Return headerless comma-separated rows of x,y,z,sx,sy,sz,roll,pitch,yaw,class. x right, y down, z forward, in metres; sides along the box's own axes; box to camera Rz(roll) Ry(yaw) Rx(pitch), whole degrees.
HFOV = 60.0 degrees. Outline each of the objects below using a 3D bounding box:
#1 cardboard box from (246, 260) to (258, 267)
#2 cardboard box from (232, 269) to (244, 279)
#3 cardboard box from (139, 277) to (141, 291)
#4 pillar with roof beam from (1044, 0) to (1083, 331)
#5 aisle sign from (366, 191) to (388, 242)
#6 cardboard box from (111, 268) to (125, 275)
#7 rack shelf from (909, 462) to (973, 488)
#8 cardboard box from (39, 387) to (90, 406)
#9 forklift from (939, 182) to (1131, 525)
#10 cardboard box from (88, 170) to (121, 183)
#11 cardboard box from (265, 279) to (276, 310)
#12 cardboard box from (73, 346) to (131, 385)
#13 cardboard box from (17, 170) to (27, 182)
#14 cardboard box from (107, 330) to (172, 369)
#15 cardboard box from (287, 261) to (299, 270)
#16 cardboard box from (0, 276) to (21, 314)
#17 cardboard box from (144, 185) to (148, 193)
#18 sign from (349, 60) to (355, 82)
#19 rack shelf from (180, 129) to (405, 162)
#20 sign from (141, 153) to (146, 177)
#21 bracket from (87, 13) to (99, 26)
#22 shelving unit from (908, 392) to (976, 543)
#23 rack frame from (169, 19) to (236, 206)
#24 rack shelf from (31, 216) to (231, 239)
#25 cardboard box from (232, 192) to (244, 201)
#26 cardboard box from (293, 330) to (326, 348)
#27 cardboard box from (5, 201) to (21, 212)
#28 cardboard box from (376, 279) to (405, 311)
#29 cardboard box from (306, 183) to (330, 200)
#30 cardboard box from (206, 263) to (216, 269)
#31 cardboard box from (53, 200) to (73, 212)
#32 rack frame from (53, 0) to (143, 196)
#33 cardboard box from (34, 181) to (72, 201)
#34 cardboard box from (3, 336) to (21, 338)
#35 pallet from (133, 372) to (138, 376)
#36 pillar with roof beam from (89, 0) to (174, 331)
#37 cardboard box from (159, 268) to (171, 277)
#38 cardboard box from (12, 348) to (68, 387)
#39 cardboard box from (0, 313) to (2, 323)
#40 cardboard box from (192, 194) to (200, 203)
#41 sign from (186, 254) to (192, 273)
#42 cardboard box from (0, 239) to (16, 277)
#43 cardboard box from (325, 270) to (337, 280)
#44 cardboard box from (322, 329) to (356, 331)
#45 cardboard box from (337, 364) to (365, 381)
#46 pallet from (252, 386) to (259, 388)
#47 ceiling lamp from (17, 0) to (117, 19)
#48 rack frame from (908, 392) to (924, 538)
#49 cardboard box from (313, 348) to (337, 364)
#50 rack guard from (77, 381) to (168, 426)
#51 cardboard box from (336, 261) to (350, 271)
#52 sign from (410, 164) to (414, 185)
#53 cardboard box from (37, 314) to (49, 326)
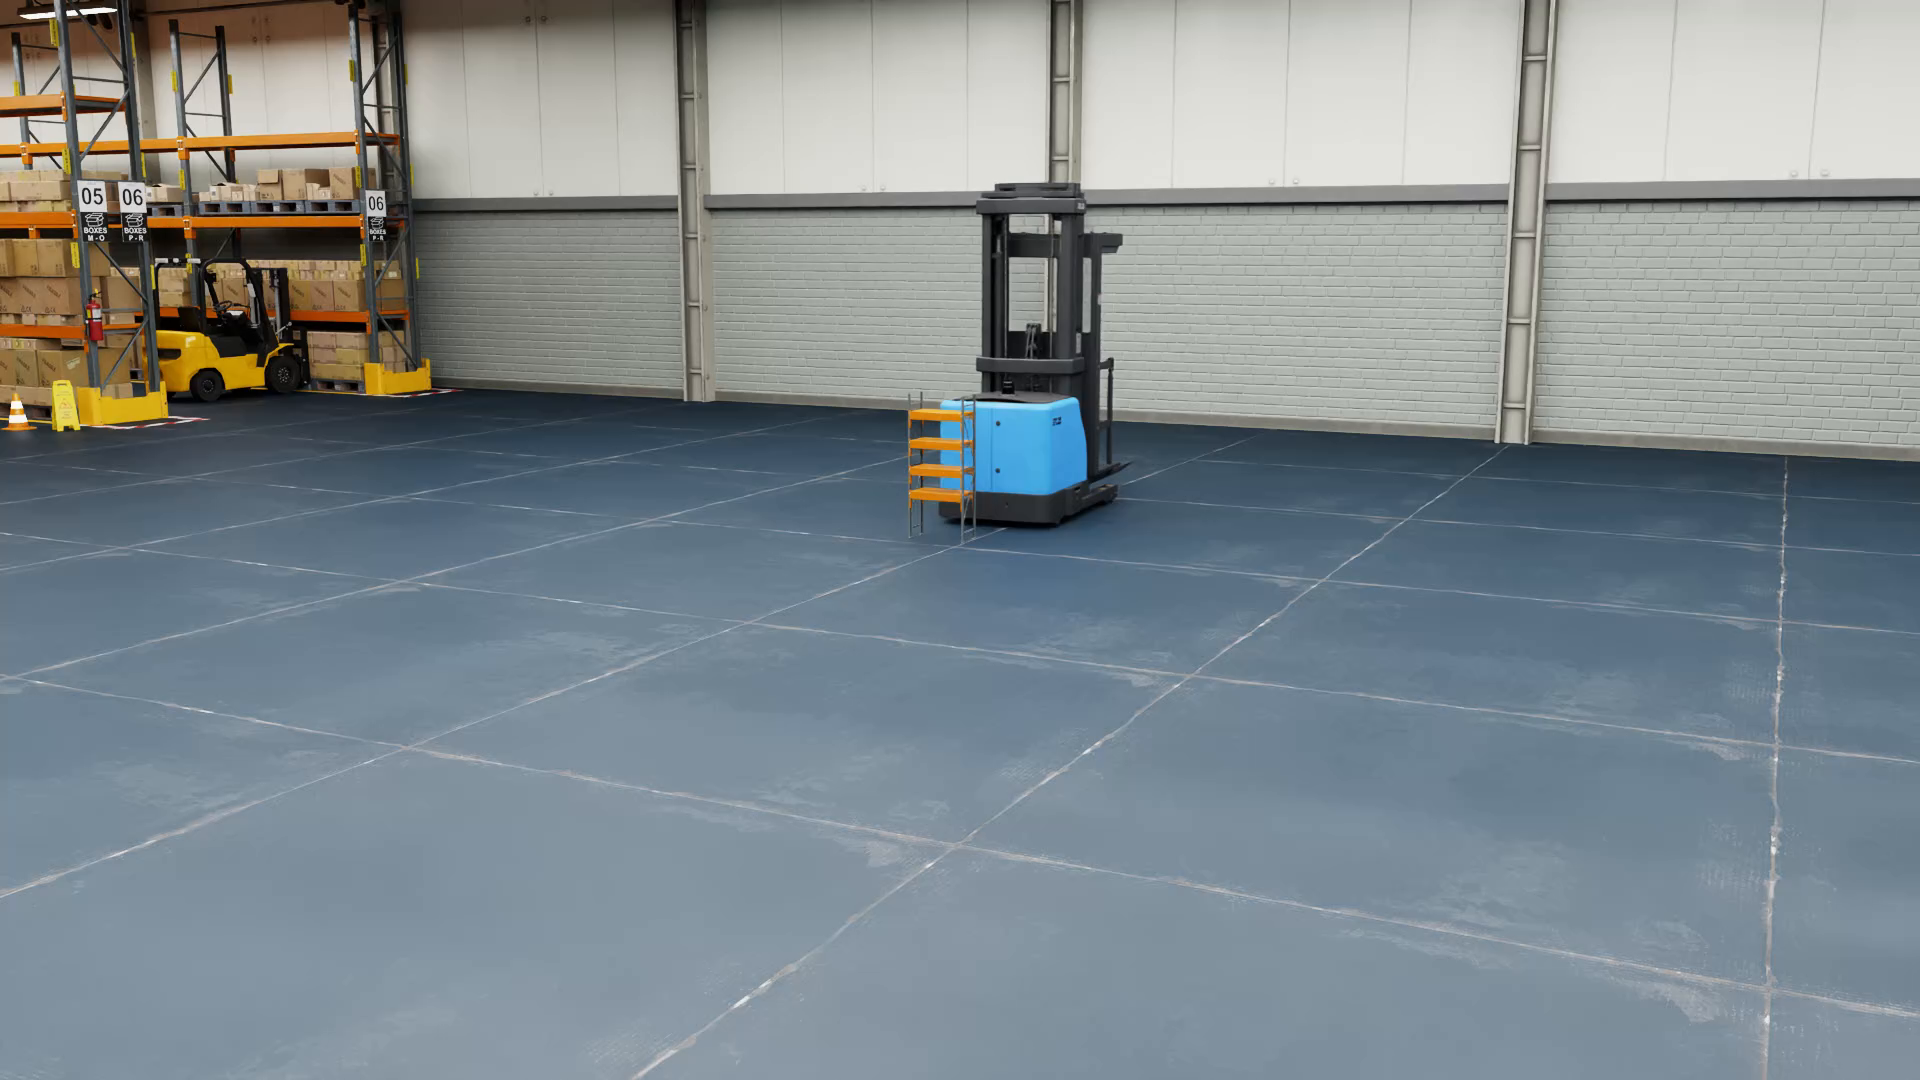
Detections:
-11.645,-4.571,27.626,0.250,0.149,0.380,5,11,25,cardboard box
-11.900,-4.440,27.738,0.250,0.149,0.380,5,12,27,cardboard box
-14.211,-4.457,28.951,0.500,0.250,0.500,5,12,27,cardboard box
-0.519,-5.409,18.348,0.400,9.000,9.100,5,11,26,pillar with roof beam
-9.221,-5.118,26.288,0.004,0.787,0.394,5,11,26,aisle sign
-14.573,-4.671,29.012,0.250,0.149,0.380,5,11,24,cardboard box
-0.148,-0.537,13.707,0.480,0.148,0.258,5,11,26,rack shelf
-12.209,-1.974,22.758,0.500,0.250,0.500,5,11,26,cardboard box
0.846,-1.794,15.411,1.130,2.935,3.031,4,11,22,forklift
-11.571,-4.903,22.445,0.250,0.149,0.380,5,11,25,cardboard box
-11.084,-4.058,27.447,0.500,0.500,0.500,5,11,26,cardboard box
-11.966,-2.430,23.171,0.500,0.500,0.500,5,11,24,cardboard box
-12.433,-4.894,22.394,0.250,0.149,0.380,5,11,26,cardboard box
-14.578,-3.405,29.611,0.625,0.625,0.875,5,11,23,cardboard box
-10.753,-4.485,27.152,0.250,0.149,0.380,5,12,27,cardboard box
-12.846,-3.373,22.826,0.500,0.500,0.500,5,11,26,cardboard box
-14.182,-5.973,28.678,0.500,0.311,0.500,5,11,24,cardboard box
-9.403,-7.256,25.710,0.005,0.325,0.100,5,11,26,sign
-10.944,-6.450,27.244,4.000,0.370,1.077,5,11,26,rack shelf
-11.103,-5.091,22.560,0.005,0.325,0.100,5,11,26,sign
-15.286,-9.262,29.531,0.430,0.232,0.235,5,11,26,bracket
-0.148,-0.603,13.695,0.503,1.200,0.258,5,11,26,shelving unit
-12.737,-7.158,28.015,0.127,3.000,1.000,5,11,26,rack frame
-14.531,-5.486,29.217,4.000,0.370,1.077,5,11,26,rack shelf
-11.780,-5.670,27.460,0.250,0.149,0.380,5,12,28,cardboard box
-10.618,-3.301,27.279,0.500,0.250,0.500,5,11,27,cardboard box
-12.690,-4.517,22.550,0.250,0.149,0.380,5,11,25,cardboard box
-9.471,-4.024,27.259,0.500,0.500,0.500,5,12,28,cardboard box
-10.255,-5.594,26.709,0.258,0.266,0.396,5,11,26,cardboard box
-12.583,-4.649,28.055,0.250,0.149,0.380,5,12,27,cardboard box
-11.787,-4.434,22.089,0.250,0.149,0.380,5,11,26,cardboard box
-11.343,-6.050,21.891,0.127,3.000,1.000,5,11,26,rack frame
-11.921,-4.644,22.130,0.500,0.250,0.500,5,11,25,cardboard box
-17.243,-3.538,30.697,0.500,0.500,0.500,5,11,25,cardboard box
-15.603,-3.078,30.146,1.213,0.211,1.003,5,11,26,pallet
-16.661,-6.827,26.185,0.548,9.000,9.100,5,11,26,pillar with roof beam
-13.577,-4.611,28.685,0.250,0.149,0.380,5,11,26,cardboard box
-12.646,-2.383,22.909,0.500,0.500,0.500,6,12,28,cardboard box
-13.135,-3.093,23.105,0.250,0.149,0.380,5,11,26,cardboard box
-13.411,-5.913,28.801,0.250,0.149,0.380,5,11,26,cardboard box
-12.969,-4.650,27.970,0.005,0.325,0.100,5,11,26,sign
-12.851,-3.856,22.689,0.500,0.500,0.700,5,11,25,cardboard box
-10.033,-4.288,26.897,0.250,0.149,0.380,5,12,27,cardboard box
-10.391,-3.385,27.744,0.500,0.250,0.500,5,11,25,cardboard box
-9.711,-2.731,26.941,0.500,0.250,0.500,5,11,26,cardboard box
-12.043,-2.765,28.414,1.213,0.211,1.003,5,11,26,pallet
-13.586,-9.669,25.495,2.000,3.185,0.800,5,11,26,ceiling lamp
-0.367,-0.623,13.802,0.015,1.200,0.240,5,11,26,rack frame
-10.170,-3.020,27.134,0.500,0.250,0.500,5,11,25,cardboard box
-11.411,-1.874,22.681,0.348,0.500,1.175,5,11,26,rack guard
-9.799,-4.415,26.764,0.250,0.149,0.380,5,11,26,cardboard box
-8.899,-5.924,26.943,0.005,0.325,0.100,5,11,26,sign
-12.270,-2.996,22.565,0.250,0.149,0.380,5,11,25,cardboard box
